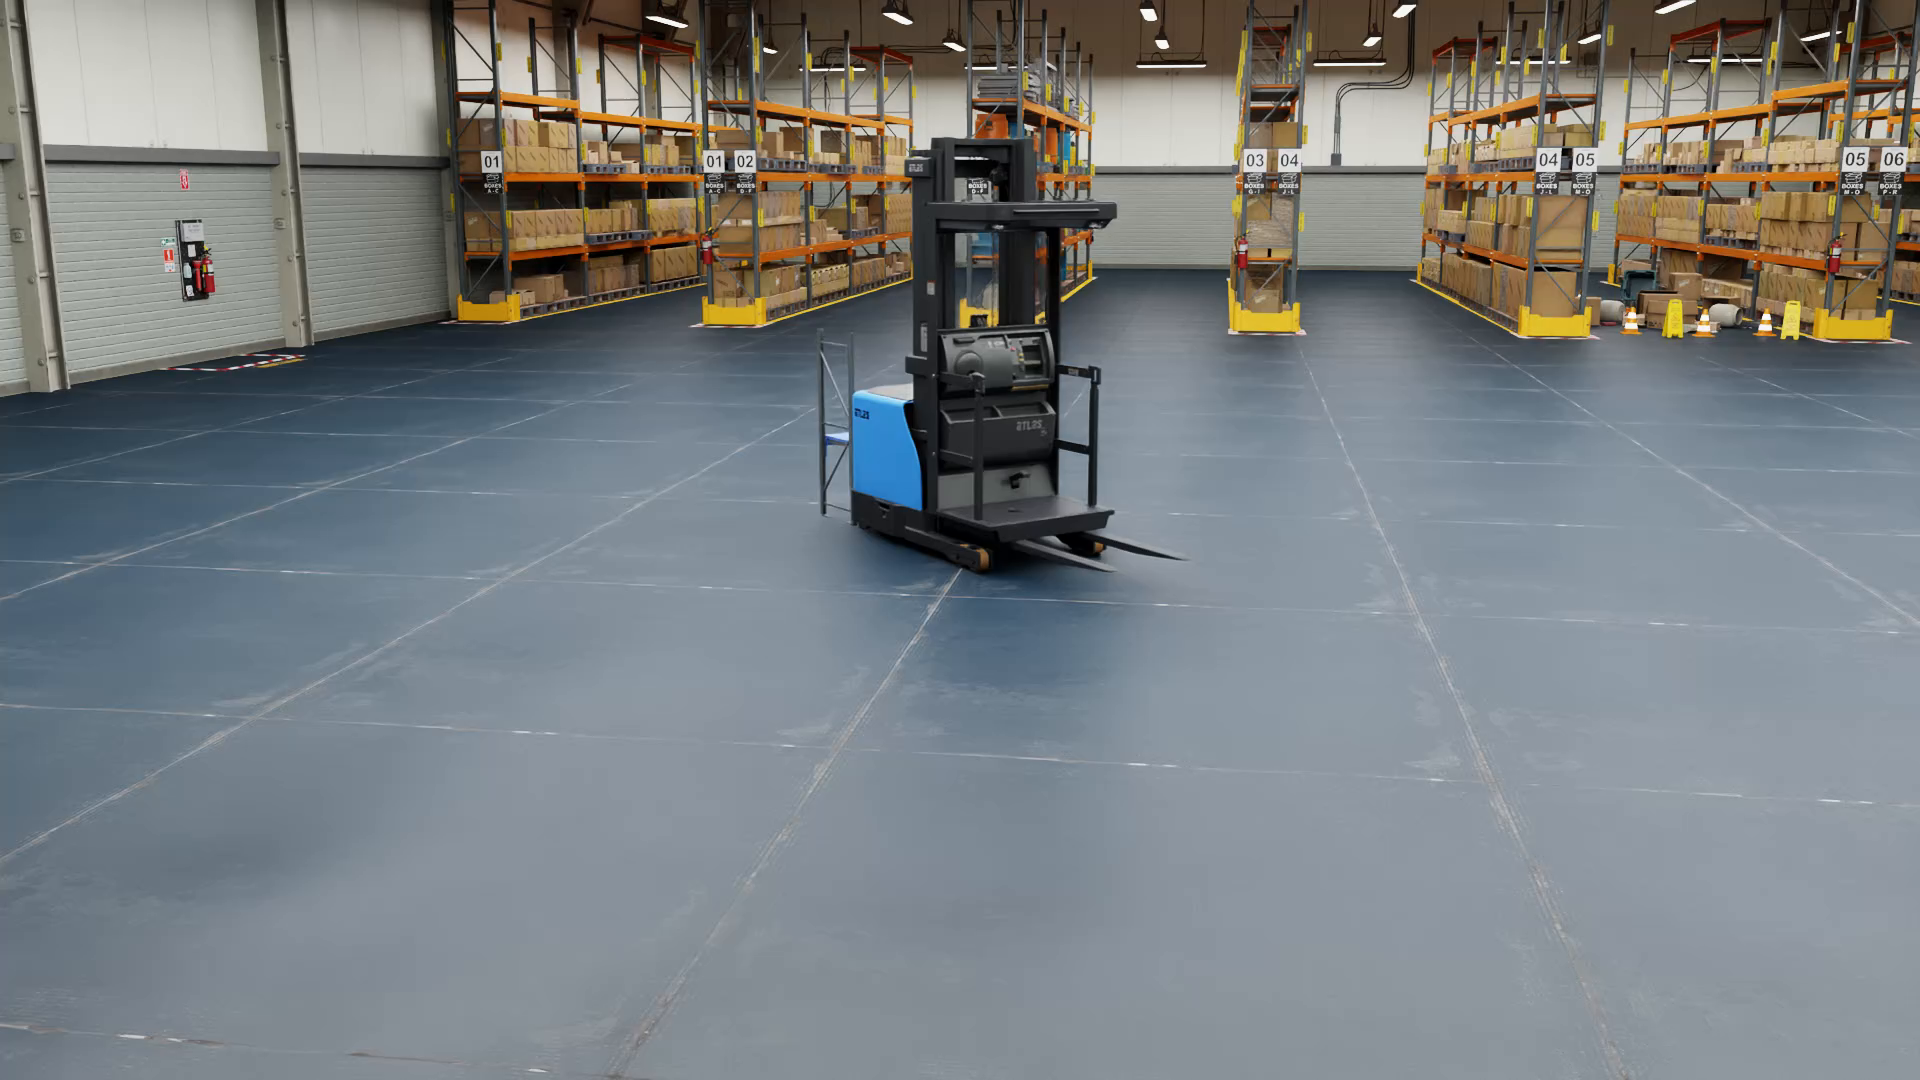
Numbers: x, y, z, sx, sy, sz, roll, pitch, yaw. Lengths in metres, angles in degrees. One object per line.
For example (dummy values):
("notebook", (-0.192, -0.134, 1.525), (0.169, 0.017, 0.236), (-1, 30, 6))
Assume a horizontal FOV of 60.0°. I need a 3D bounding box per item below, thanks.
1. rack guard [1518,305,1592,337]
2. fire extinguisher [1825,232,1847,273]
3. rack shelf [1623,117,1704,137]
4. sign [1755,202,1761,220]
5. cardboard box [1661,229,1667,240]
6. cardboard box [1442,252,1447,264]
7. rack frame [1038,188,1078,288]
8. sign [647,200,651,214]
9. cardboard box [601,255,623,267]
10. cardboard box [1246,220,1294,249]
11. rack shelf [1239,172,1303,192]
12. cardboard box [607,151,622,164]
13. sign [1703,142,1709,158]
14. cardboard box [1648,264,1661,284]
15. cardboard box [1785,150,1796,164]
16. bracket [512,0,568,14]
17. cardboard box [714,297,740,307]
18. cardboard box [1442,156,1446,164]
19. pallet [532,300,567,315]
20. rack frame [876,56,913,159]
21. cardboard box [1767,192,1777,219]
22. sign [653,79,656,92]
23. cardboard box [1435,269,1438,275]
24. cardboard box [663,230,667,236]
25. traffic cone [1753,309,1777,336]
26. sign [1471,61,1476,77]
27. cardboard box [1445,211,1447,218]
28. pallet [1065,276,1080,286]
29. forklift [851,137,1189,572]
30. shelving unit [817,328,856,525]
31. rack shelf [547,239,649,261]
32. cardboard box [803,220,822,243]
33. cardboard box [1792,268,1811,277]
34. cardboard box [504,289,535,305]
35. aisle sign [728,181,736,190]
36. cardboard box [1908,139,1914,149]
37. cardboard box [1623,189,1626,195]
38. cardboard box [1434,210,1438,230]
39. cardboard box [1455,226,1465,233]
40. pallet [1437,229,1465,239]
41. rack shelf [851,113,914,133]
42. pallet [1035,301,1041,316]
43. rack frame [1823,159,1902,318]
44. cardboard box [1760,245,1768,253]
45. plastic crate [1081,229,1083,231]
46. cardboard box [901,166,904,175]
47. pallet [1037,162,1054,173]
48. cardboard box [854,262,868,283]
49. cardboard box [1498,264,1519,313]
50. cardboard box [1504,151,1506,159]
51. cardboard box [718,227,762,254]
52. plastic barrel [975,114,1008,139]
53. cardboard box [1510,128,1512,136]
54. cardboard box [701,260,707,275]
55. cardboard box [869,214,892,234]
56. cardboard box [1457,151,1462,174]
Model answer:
("rack guard", (10.403, -3.835, 29.103), (1.175, 0.500, 0.348), (2, 12, 9))
("fire extinguisher", (14.840, -4.876, 28.183), (0.296, 0.674, 0.183), (2, 12, 9))
("rack shelf", (17.466, -10.223, 41.225), (1.077, 0.370, 4.000), (2, 12, 9))
("sign", (15.379, -6.339, 32.038), (0.100, 0.325, 0.005), (2, 12, 9))
("cardboard box", (16.752, -7.157, 38.938), (0.500, 0.250, 0.500), (2, 12, 7))
("cardboard box", (11.877, -6.765, 39.920), (0.500, 0.250, 0.500), (1, 12, 6))
("rack frame", (2.473, -7.902, 42.042), (1.000, 3.000, 0.127), (2, 12, 9))
("sign", (-7.394, -7.902, 39.481), (0.100, 0.325, 0.005), (2, 12, 9))
("cardboard box", (-8.141, -6.482, 38.561), (0.500, 0.250, 0.500), (2, 12, 10))
("cardboard box", (5.633, -5.552, 30.191), (0.875, 0.500, 0.500), (2, 12, 9))
("rack shelf", (5.829, -6.775, 31.398), (1.077, 0.370, 4.000), (2, 12, 9))
("cardboard box", (-8.223, -8.650, 38.100), (0.797, 0.503, 0.637), (4, 13, 17))
("sign", (15.996, -8.366, 35.656), (0.100, 0.325, 0.005), (2, 12, 9))
("cardboard box", (17.361, -6.501, 40.623), (0.875, 0.438, 0.875), (2, 12, 8))
("cardboard box", (15.430, -7.000, 30.383), (0.500, 0.250, 0.500), (2, 12, 9))
("bracket", (-9.098, -11.203, 34.571), (0.076, 0.066, 4.783), (2, 12, 9))
("cardboard box", (-4.476, -4.548, 32.007), (0.500, 0.250, 0.500), (2, 12, 9))
("cardboard box", (12.072, -9.302, 40.585), (0.500, 0.250, 0.500), (1, 12, 6))
("pallet", (-8.801, -4.799, 34.262), (1.003, 0.211, 1.213), (2, 12, 9))
("rack frame", (-1.806, -11.829, 46.022), (1.000, 3.000, 0.127), (2, 12, 9))
("cardboard box", (15.546, -6.248, 31.050), (0.700, 0.500, 0.500), (2, 12, 9))
("sign", (-7.861, -11.713, 42.891), (0.100, 0.325, 0.005), (2, 12, 9))
("cardboard box", (12.016, -6.650, 41.294), (0.380, 0.149, 0.250), (1, 12, 6))
("cardboard box", (-7.482, -7.607, 41.222), (0.380, 0.149, 0.250), (2, 12, 10))
("traffic cone", (14.105, -3.814, 29.093), (0.336, 0.463, 0.334), (2, 12, 9))
("sign", (11.099, -10.171, 35.923), (0.100, 0.325, 0.005), (2, 12, 9))
("cardboard box", (11.539, -7.597, 38.813), (0.380, 0.149, 0.250), (2, 12, 11))
("pallet", (2.547, -6.694, 43.052), (1.003, 0.211, 1.213), (2, 12, 9))
("forklift", (0.392, -1.322, 11.670), (1.130, 2.935, 3.031), (-8, 14, -33))
("shelving unit", (-0.559, -0.954, 13.361), (1.039, 1.500, 0.500), (-8, 15, -34))
("rack shelf", (-8.239, -6.623, 37.811), (1.077, 0.370, 4.000), (2, 12, 9))
("cardboard box", (-3.359, -6.820, 36.784), (0.500, 0.500, 0.500), (2, 12, 9))
("cardboard box", (15.253, -4.828, 29.989), (0.380, 0.149, 0.250), (2, 12, 11))
("cardboard box", (-8.879, -4.886, 33.383), (0.500, 0.311, 0.500), (3, 13, 13))
("aisle sign", (-6.394, -10.332, 47.145), (0.394, 0.787, 0.004), (2, 12, 9))
("cardboard box", (22.085, -9.140, 38.339), (0.396, 0.266, 0.258), (2, 12, 8))
("cardboard box", (17.446, -9.043, 43.185), (0.380, 0.149, 0.250), (2, 12, 10))
("cardboard box", (12.128, -7.972, 41.423), (0.500, 0.500, 0.500), (2, 12, 7))
("cardboard box", (11.259, -6.928, 37.118), (0.380, 0.149, 0.250), (2, 12, 10))
("pallet", (11.991, -7.312, 39.758), (1.003, 0.211, 1.213), (2, 12, 9))
("rack shelf", (-2.114, -11.059, 44.166), (1.077, 0.370, 4.000), (2, 12, 9))
("pallet", (1.098, -4.735, 33.966), (1.003, 0.211, 1.213), (2, 12, 9))
("rack frame", (15.313, -4.923, 28.216), (1.000, 3.000, 0.127), (2, 12, 9))
("cardboard box", (15.563, -5.578, 31.850), (0.380, 0.149, 0.250), (2, 12, 8))
("plastic crate", (3.141, -8.460, 45.112), (0.396, 0.136, 0.243), (2, 12, 9))
("cardboard box", (-1.776, -9.966, 44.851), (0.500, 0.250, 0.500), (2, 12, 9))
("pallet", (1.228, -7.458, 33.307), (1.213, 0.211, 1.003), (2, 12, 9))
("cardboard box", (-2.527, -6.523, 40.530), (0.500, 0.500, 0.500), (2, 12, 8))
("cardboard box", (10.721, -4.745, 31.438), (0.875, 0.875, 0.875), (2, 12, 9))
("cardboard box", (10.552, -7.322, 31.590), (0.380, 0.149, 0.250), (2, 12, 9))
("cardboard box", (-4.182, -5.711, 31.637), (0.700, 0.500, 0.500), (2, 12, 9))
("plastic barrel", (0.576, -7.391, 30.534), (0.600, 0.830, 0.708), (2, 12, 9))
("cardboard box", (10.475, -7.605, 31.012), (0.380, 0.149, 0.250), (2, 12, 9))
("cardboard box", (-7.100, -7.359, 44.457), (0.700, 0.500, 0.500), (2, 12, 9))
("cardboard box", (-2.074, -8.210, 43.231), (0.500, 0.500, 0.500), (2, 12, 10))
("cardboard box", (11.619, -8.578, 37.821), (0.500, 0.500, 0.500), (2, 12, 9))
